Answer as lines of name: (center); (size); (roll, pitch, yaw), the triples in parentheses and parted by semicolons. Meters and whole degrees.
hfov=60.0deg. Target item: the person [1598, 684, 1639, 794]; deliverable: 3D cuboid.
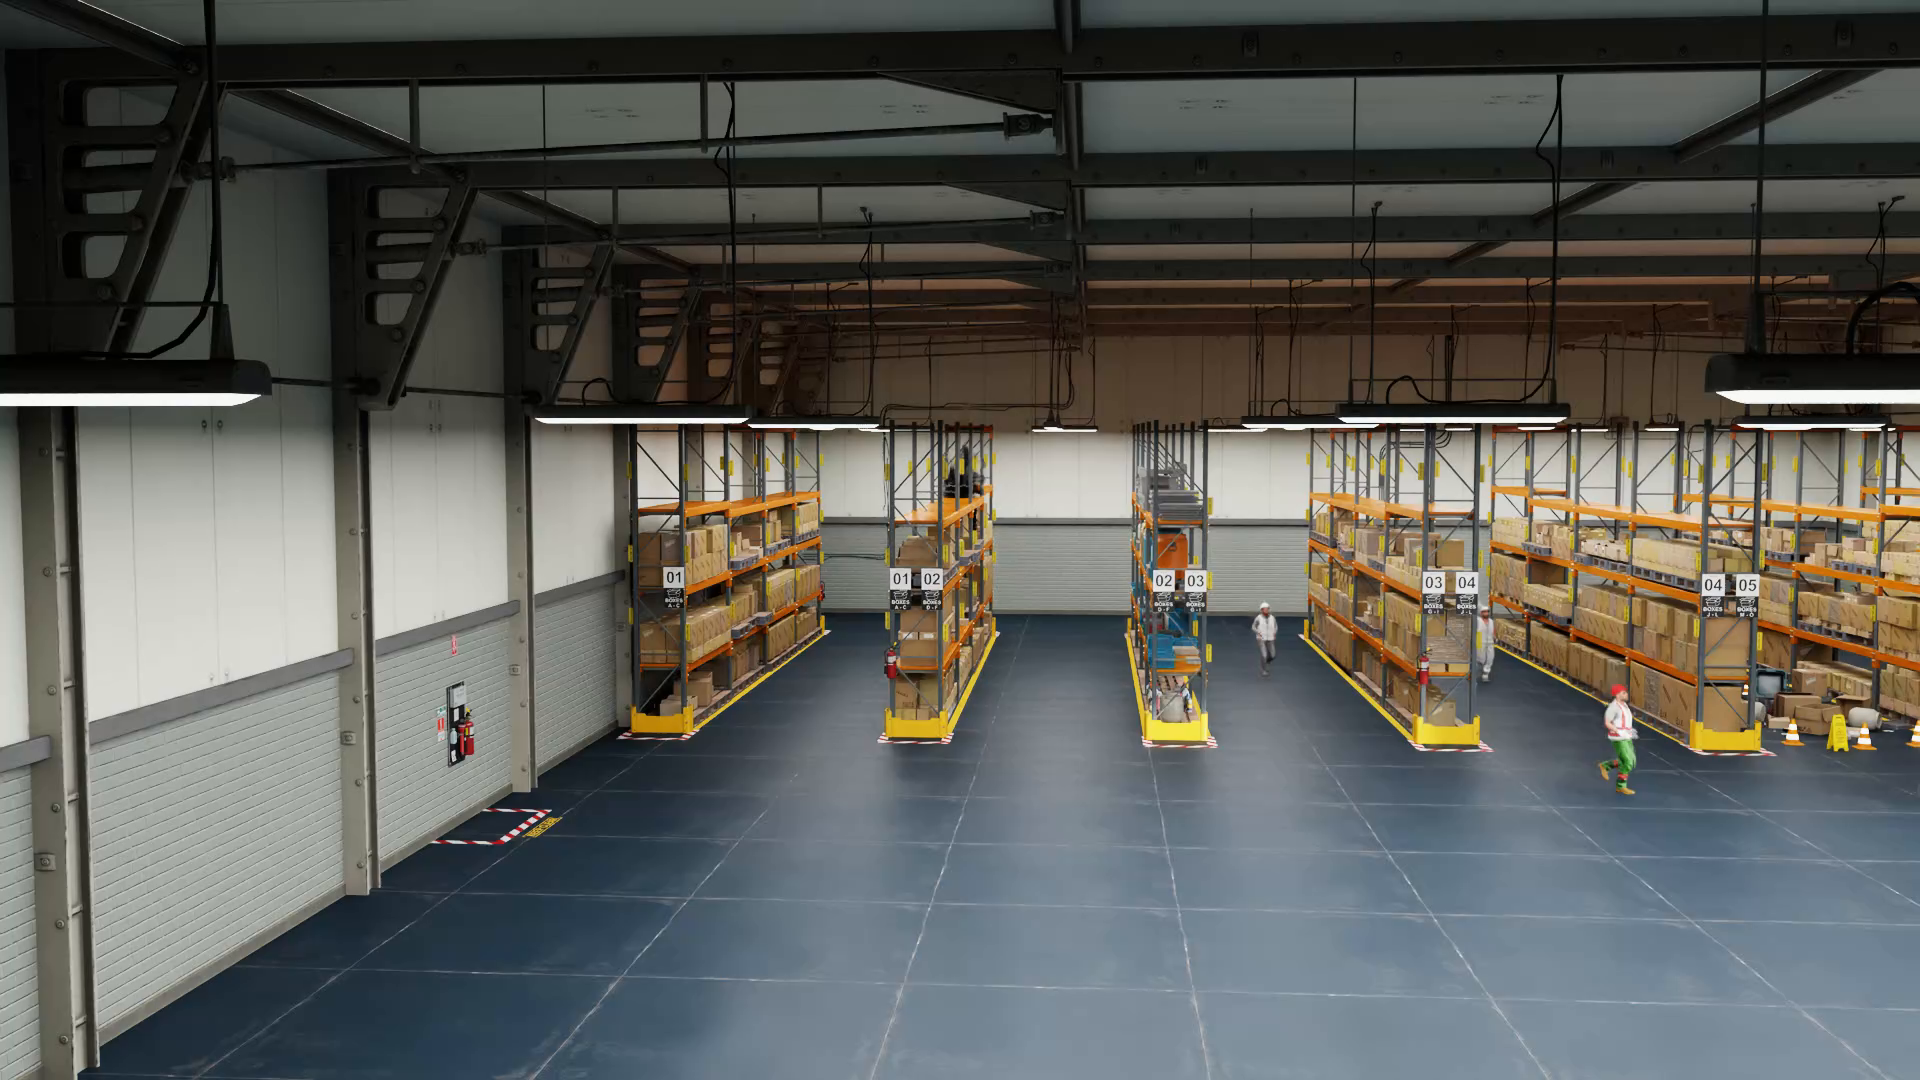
person: (10.505, 3.173, 26.621); (0.615, 1.745, 0.656); (3, 5, 42)

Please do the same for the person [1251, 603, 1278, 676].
person: (7.267, 2.359, 39.510); (0.655, 1.722, 0.569); (0, 4, -5)

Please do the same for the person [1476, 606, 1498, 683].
person: (12.169, 2.414, 38.576); (0.655, 1.754, 0.746); (0, 4, -6)
